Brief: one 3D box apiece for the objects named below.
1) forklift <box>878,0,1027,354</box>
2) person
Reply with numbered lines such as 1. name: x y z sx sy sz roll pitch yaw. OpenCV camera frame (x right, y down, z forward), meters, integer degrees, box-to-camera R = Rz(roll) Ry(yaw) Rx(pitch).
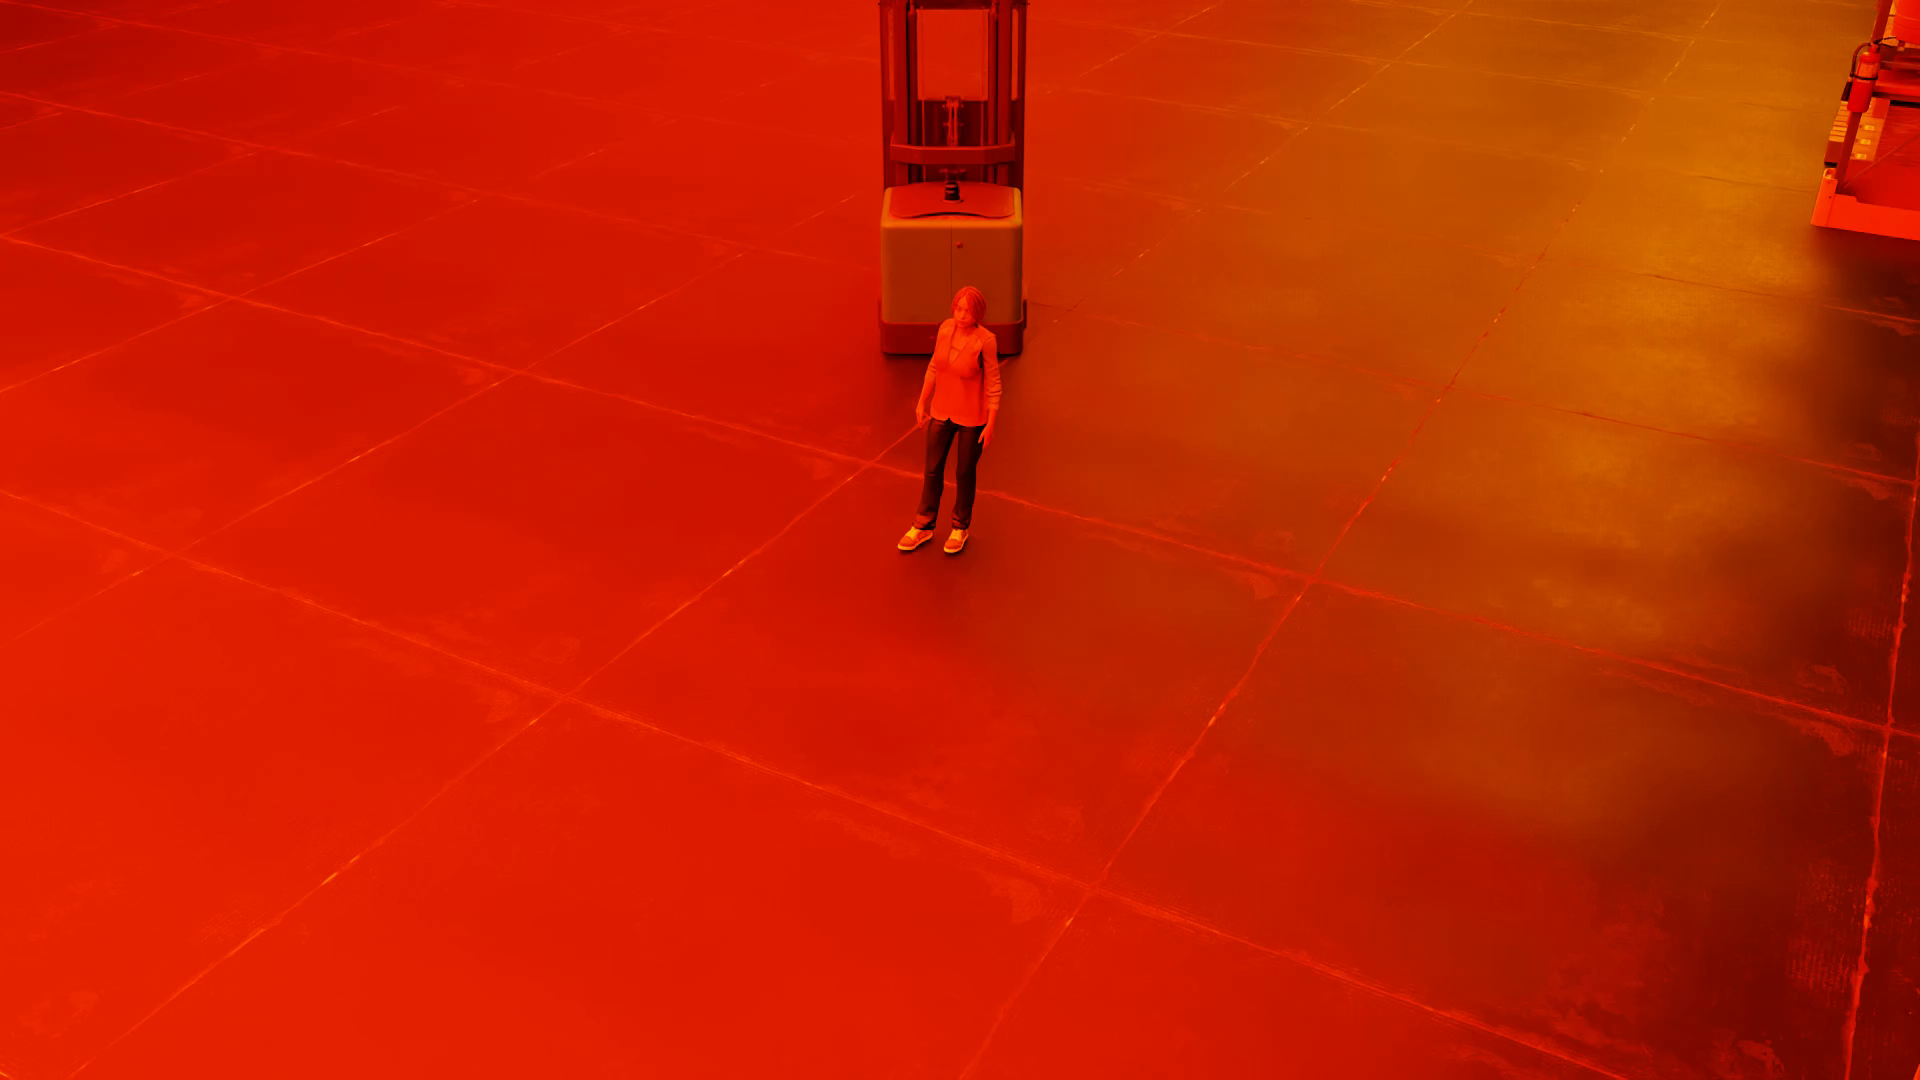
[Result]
1. forklift: -0.048 -3.331 12.843 1.130 2.935 3.031 0 30 0
2. person: -0.048 -0.669 9.550 0.520 1.597 0.476 15 33 25
